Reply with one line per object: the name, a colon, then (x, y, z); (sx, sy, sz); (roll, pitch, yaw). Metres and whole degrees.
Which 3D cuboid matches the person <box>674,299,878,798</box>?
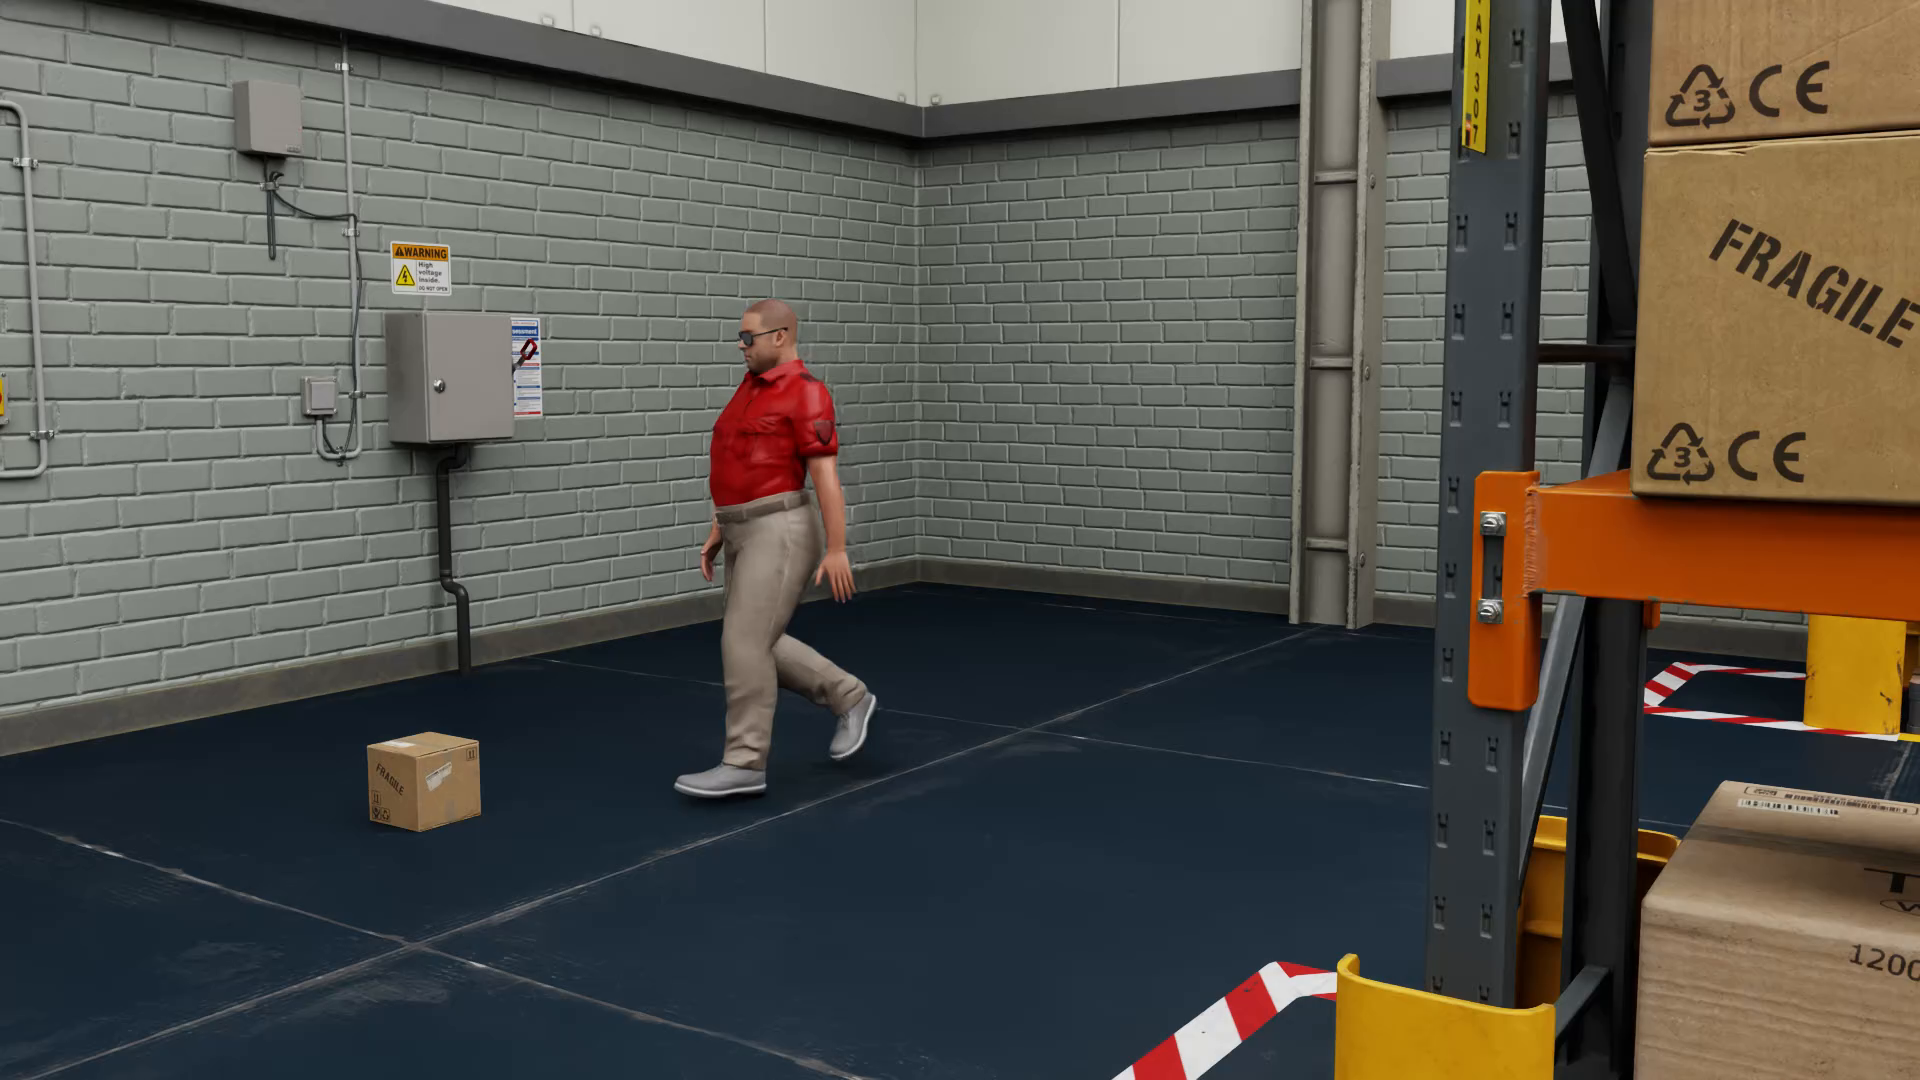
person: (-0.642, 0.007, 5.818); (0.855, 1.687, 0.567); (-3, 7, -28)
